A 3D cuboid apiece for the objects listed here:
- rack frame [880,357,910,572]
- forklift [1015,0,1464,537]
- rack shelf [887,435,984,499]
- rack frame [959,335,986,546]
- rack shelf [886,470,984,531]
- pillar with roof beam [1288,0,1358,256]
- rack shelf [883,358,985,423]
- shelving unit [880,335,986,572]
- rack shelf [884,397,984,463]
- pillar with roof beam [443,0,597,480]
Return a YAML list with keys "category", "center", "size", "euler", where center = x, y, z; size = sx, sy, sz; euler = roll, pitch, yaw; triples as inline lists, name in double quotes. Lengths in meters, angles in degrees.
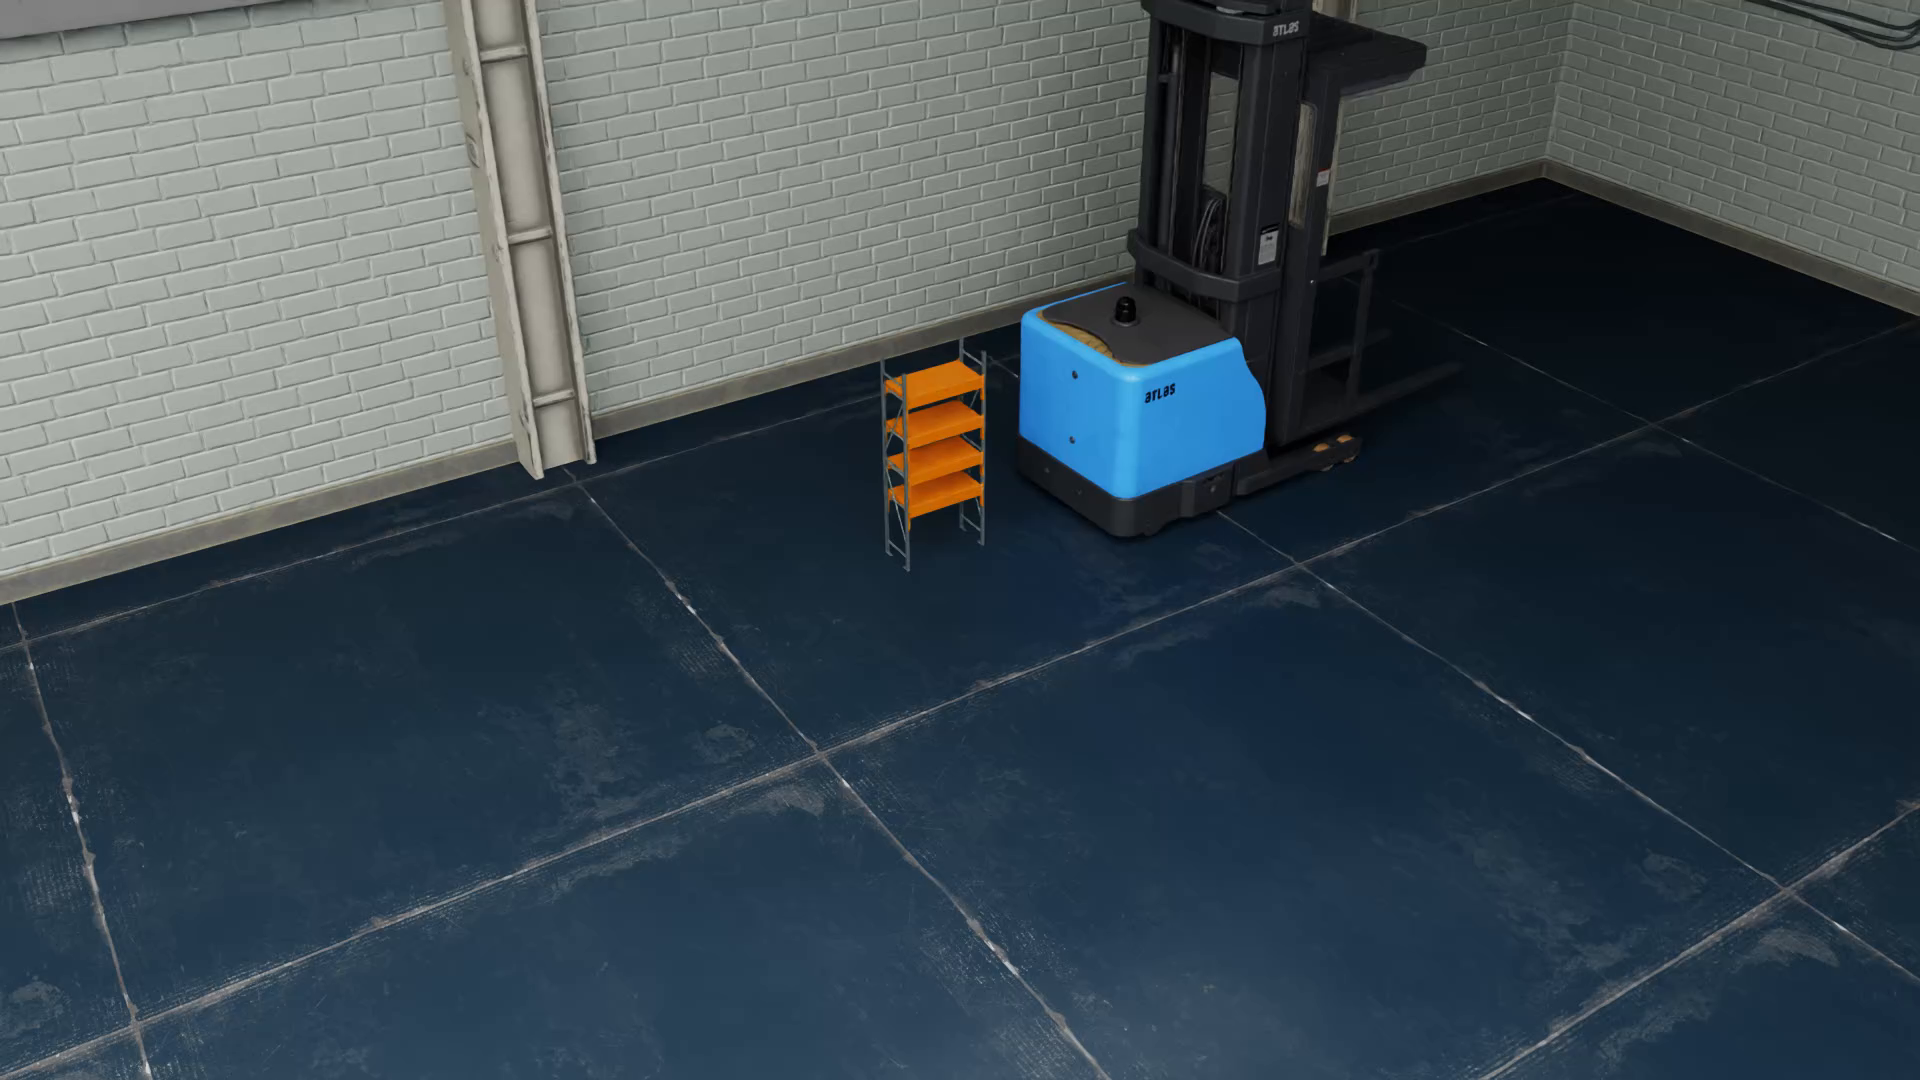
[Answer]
- category: "rack frame"
  center: [-0.344, -0.389, 8.864]
  size: [0.015, 1.200, 0.240]
  euler: [-19, 37, -27]
- category: "forklift"
  center: [1.830, -1.864, 9.580]
  size: [3.031, 2.935, 1.130]
  euler: [-21, 38, -29]
- category: "rack shelf"
  center: [-0.139, -0.403, 9.011]
  size: [0.480, 0.148, 0.258]
  euler: [-19, 37, -27]
- category: "rack frame"
  center: [0.066, -0.530, 9.087]
  size: [0.015, 1.200, 0.240]
  euler: [-19, 37, -27]
- category: "rack shelf"
  center: [-0.139, -0.235, 9.117]
  size: [0.480, 0.148, 0.258]
  euler: [-19, 37, -27]
- category: "pillar with roof beam"
  center: [4.921, -4.095, 7.428]
  size: [0.400, 9.000, 9.100]
  euler: [-19, 37, -27]
- category: "rack shelf"
  center: [-0.139, -0.792, 8.766]
  size: [0.480, 0.148, 0.258]
  euler: [-19, 37, -27]
- category: "shelving unit"
  center: [-0.139, -0.460, 8.976]
  size: [0.503, 1.200, 0.258]
  euler: [-19, 37, -27]
- category: "rack shelf"
  center: [-0.139, -0.592, 8.892]
  size: [0.480, 0.148, 0.258]
  euler: [-19, 37, -27]
- category: "pillar with roof beam"
  center: [-0.122, -2.360, 4.679]
  size: [0.400, 9.000, 9.100]
  euler: [-19, 37, -27]
